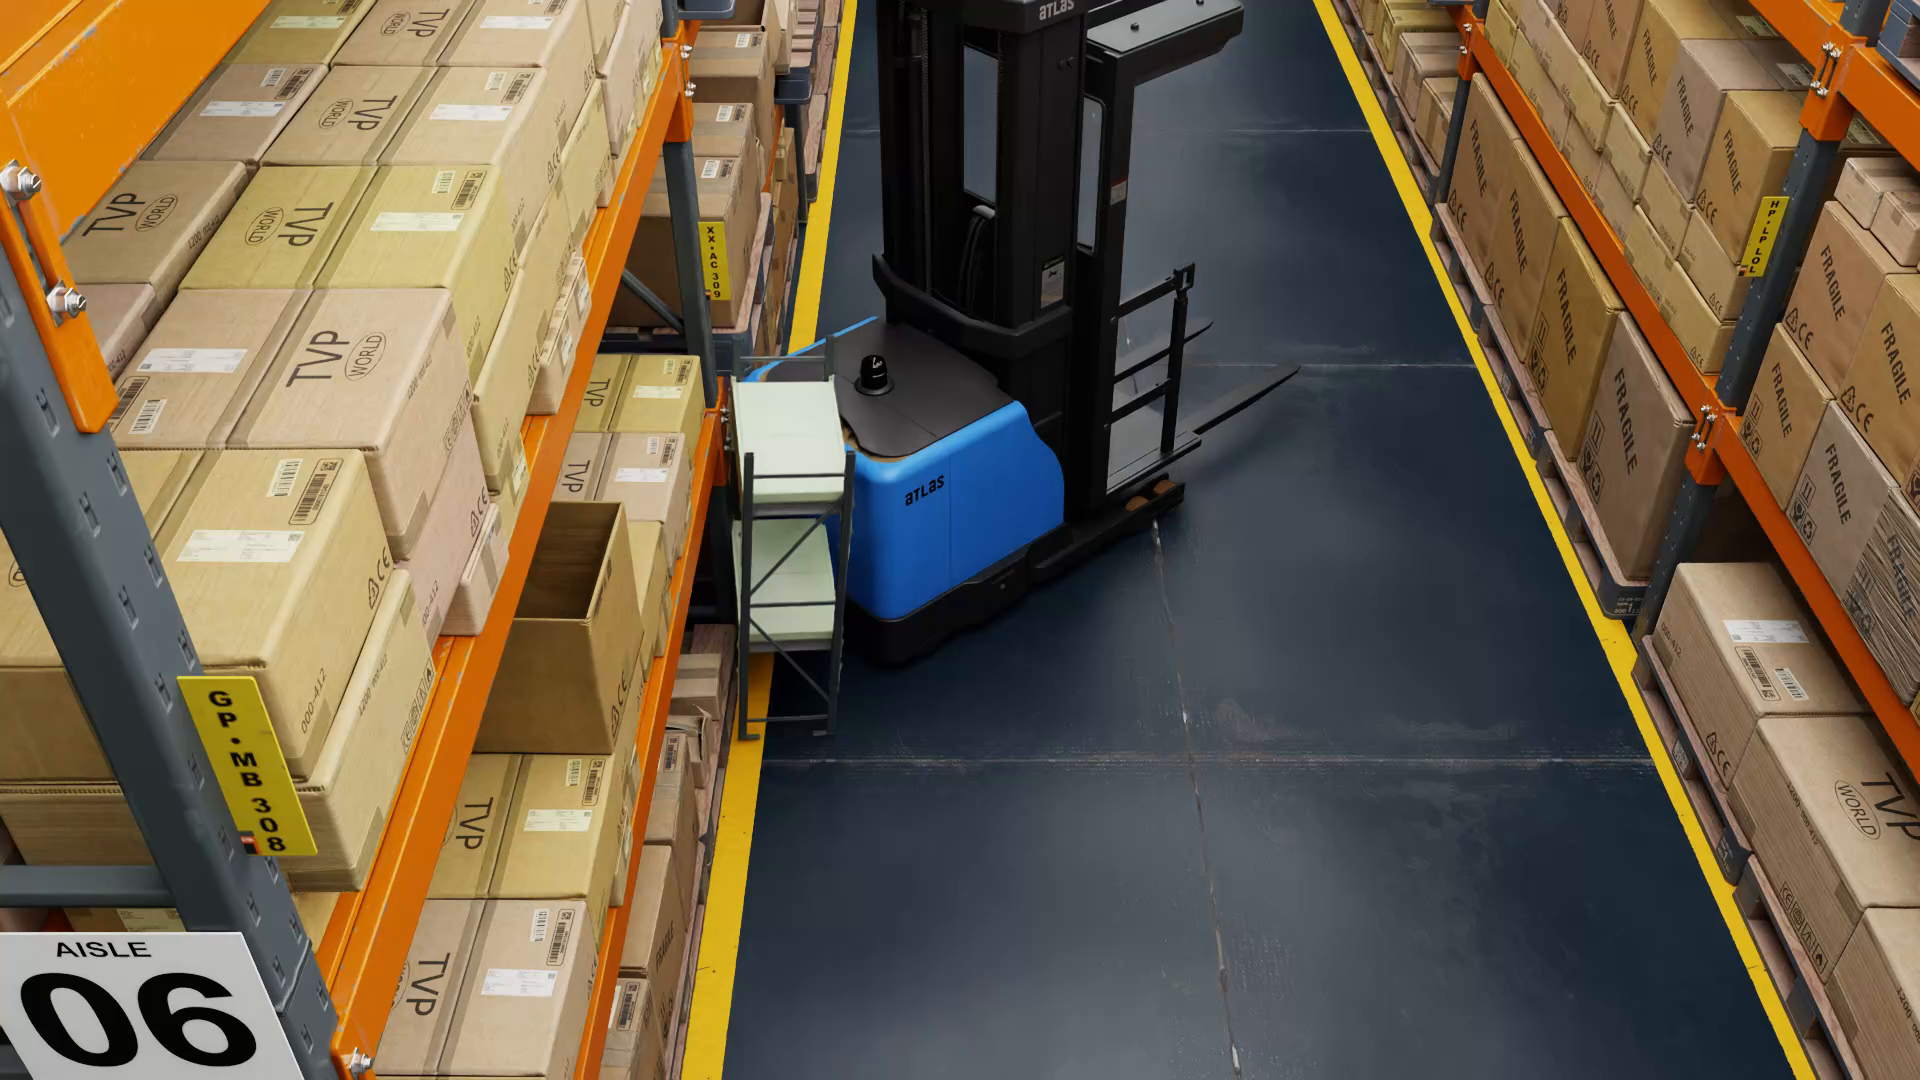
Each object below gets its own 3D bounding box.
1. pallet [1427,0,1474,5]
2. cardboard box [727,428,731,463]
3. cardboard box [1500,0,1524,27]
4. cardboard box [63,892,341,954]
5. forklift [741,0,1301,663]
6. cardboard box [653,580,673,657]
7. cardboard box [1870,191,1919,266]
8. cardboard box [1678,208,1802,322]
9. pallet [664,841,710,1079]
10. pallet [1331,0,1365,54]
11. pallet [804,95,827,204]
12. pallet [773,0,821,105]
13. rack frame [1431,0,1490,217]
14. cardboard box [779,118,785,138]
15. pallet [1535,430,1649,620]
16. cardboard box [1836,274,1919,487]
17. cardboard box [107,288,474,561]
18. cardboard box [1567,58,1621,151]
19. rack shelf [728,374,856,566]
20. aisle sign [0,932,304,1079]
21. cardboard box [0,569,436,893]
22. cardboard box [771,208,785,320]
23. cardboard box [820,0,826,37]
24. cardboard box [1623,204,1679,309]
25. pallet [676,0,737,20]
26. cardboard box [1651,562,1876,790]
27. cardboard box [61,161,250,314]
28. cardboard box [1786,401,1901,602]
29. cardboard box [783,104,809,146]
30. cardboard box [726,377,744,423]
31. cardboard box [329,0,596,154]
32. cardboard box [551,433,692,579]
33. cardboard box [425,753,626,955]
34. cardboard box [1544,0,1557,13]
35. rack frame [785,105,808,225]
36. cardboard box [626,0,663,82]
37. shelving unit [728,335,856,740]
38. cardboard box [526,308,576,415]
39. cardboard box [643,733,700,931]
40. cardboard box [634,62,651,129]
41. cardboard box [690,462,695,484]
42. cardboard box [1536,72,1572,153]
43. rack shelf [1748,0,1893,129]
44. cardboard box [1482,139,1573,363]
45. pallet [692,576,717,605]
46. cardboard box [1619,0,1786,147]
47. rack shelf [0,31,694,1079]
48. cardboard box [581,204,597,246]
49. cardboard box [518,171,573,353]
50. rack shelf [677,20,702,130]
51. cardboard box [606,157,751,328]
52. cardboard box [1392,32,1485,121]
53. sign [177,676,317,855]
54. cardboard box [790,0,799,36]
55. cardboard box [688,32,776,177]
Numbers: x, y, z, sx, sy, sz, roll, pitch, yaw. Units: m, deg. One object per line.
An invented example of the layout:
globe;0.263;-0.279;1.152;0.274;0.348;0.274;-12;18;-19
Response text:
pallet;3.392;-3.573;10.208;1.213;0.211;1.003;0;39;0
cardboard box;-1.194;-0.361;7.191;0.380;0.149;0.250;2;39;2
cardboard box;3.253;-3.021;9.087;0.500;0.250;0.500;0;39;0
cardboard box;-1.223;0.535;2.732;0.380;0.149;0.250;1;39;1
forklift;0.461;-1.407;7.407;3.031;2.935;1.130;-30;47;-32
cardboard box;-1.159;0.252;5.483;0.380;0.149;0.250;-1;39;-1
cardboard box;3.261;-1.025;5.478;0.380;0.149;0.250;1;39;1
cardboard box;3.260;-1.112;6.705;0.500;0.250;0.500;0;39;0
pallet;-1.456;1.588;5.845;1.003;0.211;1.213;0;39;0
pallet;3.497;-4.128;12.978;1.003;0.211;1.213;0;39;0
pallet;-1.426;-2.623;11.099;1.003;0.211;1.213;0;39;0
pallet;-1.394;-2.697;9.116;1.213;0.211;1.003;0;39;0
rack frame;3.499;-3.202;9.592;1.000;3.000;0.127;0;39;0
cardboard box;-1.211;-2.329;9.647;0.380;0.149;0.250;-2;39;-2
pallet;3.428;-0.095;7.945;1.003;0.211;1.213;0;39;0
cardboard box;3.256;-0.516;5.361;0.500;0.500;0.500;-1;39;-1
cardboard box;-1.186;-0.212;2.945;0.500;0.250;0.500;0;39;0
cardboard box;3.228;-2.069;7.899;0.500;0.250;0.500;1;39;1
rack shelf;-0.666;-0.282;6.465;0.431;0.370;0.720;-2;41;-11
aisle sign;-1.162;0.835;2.476;0.394;0.787;0.004;0;39;0
cardboard box;-1.182;0.301;2.704;0.500;0.250;0.500;0;39;-1
cardboard box;-1.256;-1.480;9.106;0.500;0.500;0.500;2;39;2
cardboard box;-1.464;-4.123;12.305;0.875;0.625;0.625;0;39;0
cardboard box;3.252;-1.241;7.265;0.500;0.250;0.500;-1;39;-1
pallet;-1.390;-2.200;6.093;1.213;0.211;1.003;0;39;0
cardboard box;3.397;0.528;6.651;0.875;0.438;0.875;-1;39;-1
cardboard box;-1.746;-0.542;3.356;0.500;0.250;0.500;0;39;0
cardboard box;3.239;-0.131;5.680;0.500;0.500;0.500;0;39;0
cardboard box;-1.452;-2.823;10.683;0.875;0.625;0.625;1;39;1
cardboard box;-1.246;-0.519;7.907;0.500;0.500;0.500;-1;39;-1
cardboard box;-1.217;-1.168;4.138;0.500;0.250;0.500;1;39;1
cardboard box;-1.200;-0.120;5.629;0.500;0.250;0.500;0;39;0
cardboard box;-1.191;0.833;4.439;0.500;0.250;0.500;-1;39;-1
cardboard box;3.265;-3.012;8.476;0.500;0.500;0.500;0;39;0
rack frame;-1.464;-3.196;9.585;1.000;3.000;0.127;0;39;0
cardboard box;-1.209;-1.621;5.103;0.500;0.250;0.500;0;39;0
shelving unit;-0.706;0.012;6.719;0.431;1.500;0.755;-2;41;-11
cardboard box;-1.128;-0.424;3.928;0.380;0.149;0.250;0;39;0
cardboard box;-1.324;1.052;5.947;0.700;0.500;0.500;-1;39;-2
cardboard box;-1.167;-1.389;5.133;0.380;0.149;0.250;0;39;0
cardboard box;-1.185;-0.234;6.090;0.380;0.149;0.250;1;39;1
cardboard box;3.261;-2.188;8.447;0.500;0.250;0.500;1;39;1
rack shelf;3.501;-2.841;7.318;1.077;0.370;4.000;0;39;0
cardboard box;3.414;-1.547;8.890;0.875;0.875;0.875;0;39;1
pallet;-1.499;-0.115;7.970;1.003;0.211;1.213;0;39;0
cardboard box;3.263;-2.049;7.275;0.500;0.500;0.500;1;39;1
rack shelf;-1.458;-0.334;4.190;1.077;0.370;4.000;0;39;0
cardboard box;-1.209;-0.901;4.523;0.380;0.149;0.250;1;39;1
cardboard box;-1.216;-0.660;3.904;0.500;0.250;0.500;-1;39;-1
rack shelf;-1.462;-2.835;7.311;1.077;0.370;4.000;0;39;0
cardboard box;-1.237;-1.200;6.679;0.700;0.500;0.500;1;39;1
cardboard box;3.500;-3.155;11.299;0.950;0.372;0.625;-1;39;-1
sign;-0.913;0.295;2.131;0.100;0.325;0.005;0;39;0
cardboard box;-1.080;-2.851;9.020;0.380;0.149;0.250;1;39;1
cardboard box;-1.238;-2.015;7.695;0.700;0.500;0.500;0;39;0
